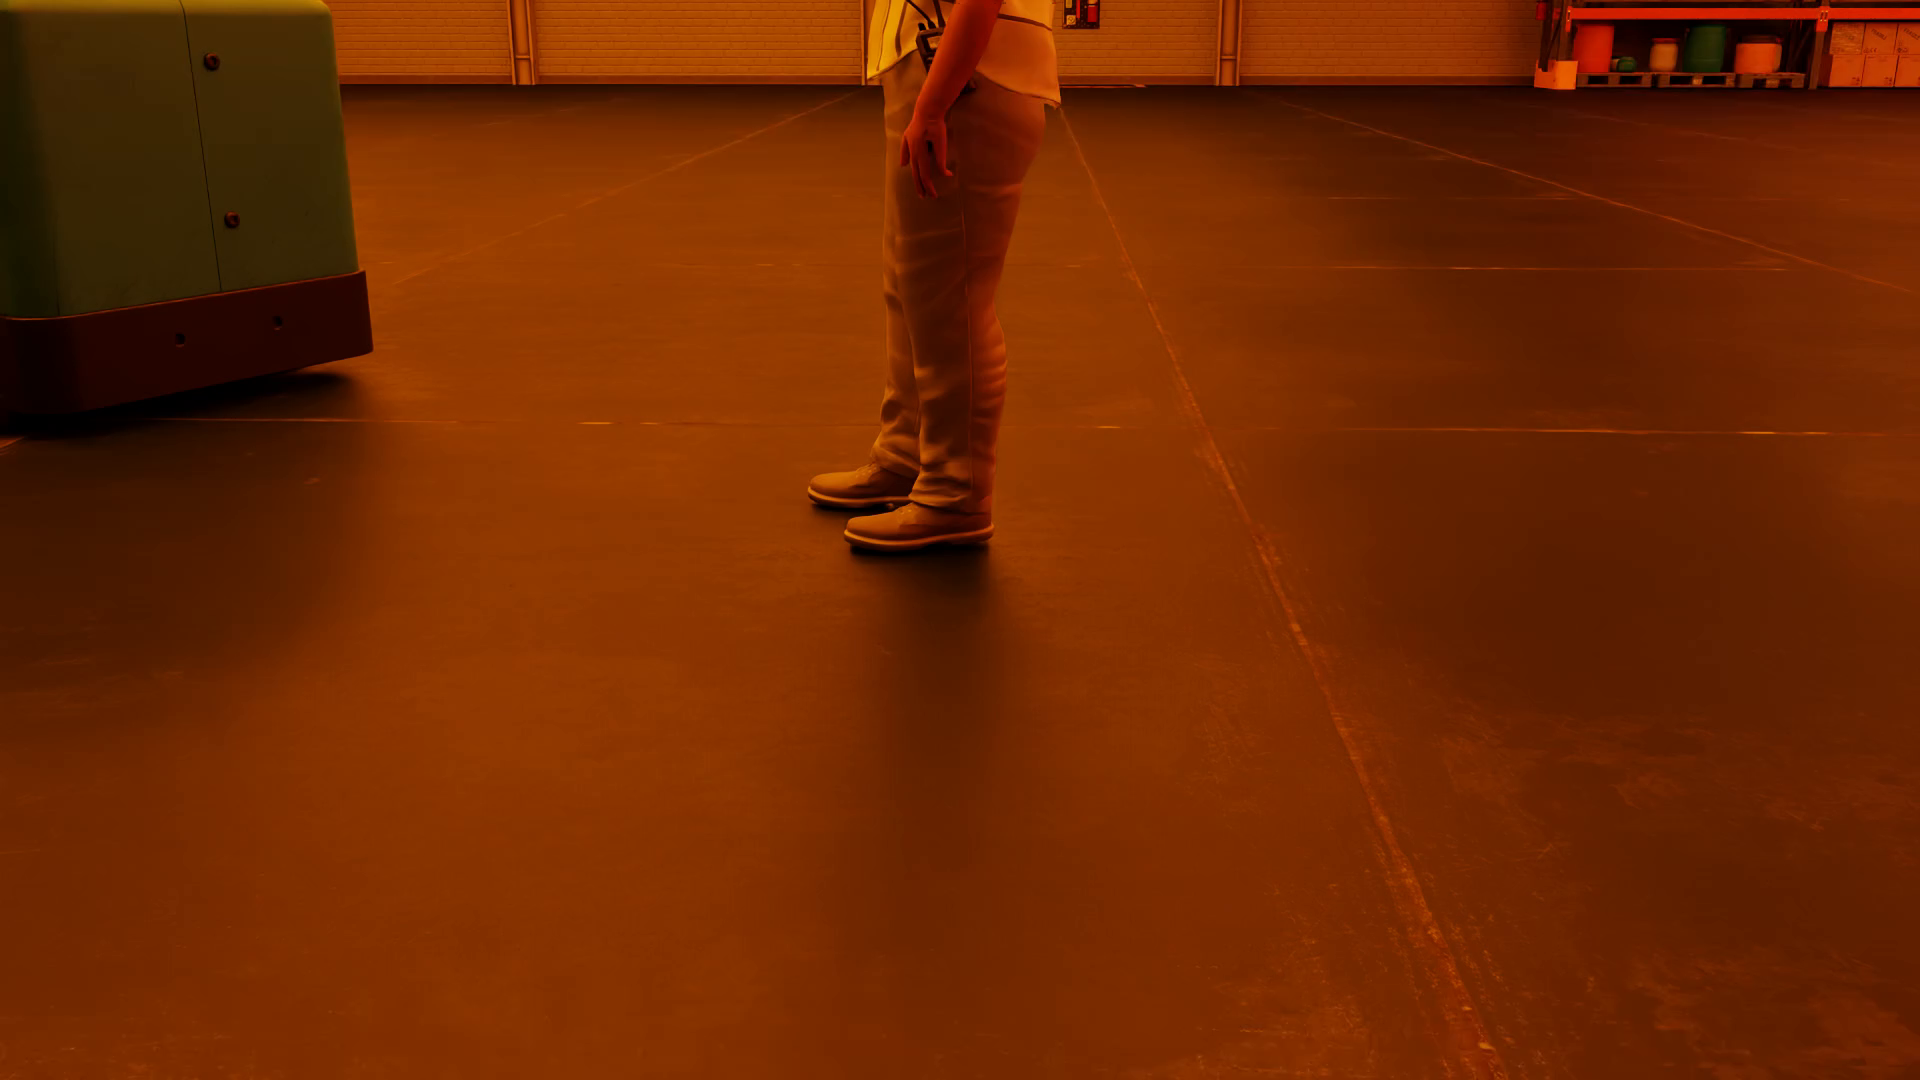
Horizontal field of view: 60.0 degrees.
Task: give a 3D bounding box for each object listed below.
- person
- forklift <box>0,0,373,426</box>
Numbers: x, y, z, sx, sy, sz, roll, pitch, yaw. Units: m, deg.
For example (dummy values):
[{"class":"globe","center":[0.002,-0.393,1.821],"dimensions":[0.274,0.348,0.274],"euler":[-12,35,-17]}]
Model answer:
[{"class":"person","center":[-0.076,-0.811,3.146],"dimensions":[0.529,1.670,0.599],"euler":[1,17,2]},{"class":"forklift","center":[-3.268,-1.992,4.845],"dimensions":[3.031,2.935,1.130],"euler":[10,20,29]}]
